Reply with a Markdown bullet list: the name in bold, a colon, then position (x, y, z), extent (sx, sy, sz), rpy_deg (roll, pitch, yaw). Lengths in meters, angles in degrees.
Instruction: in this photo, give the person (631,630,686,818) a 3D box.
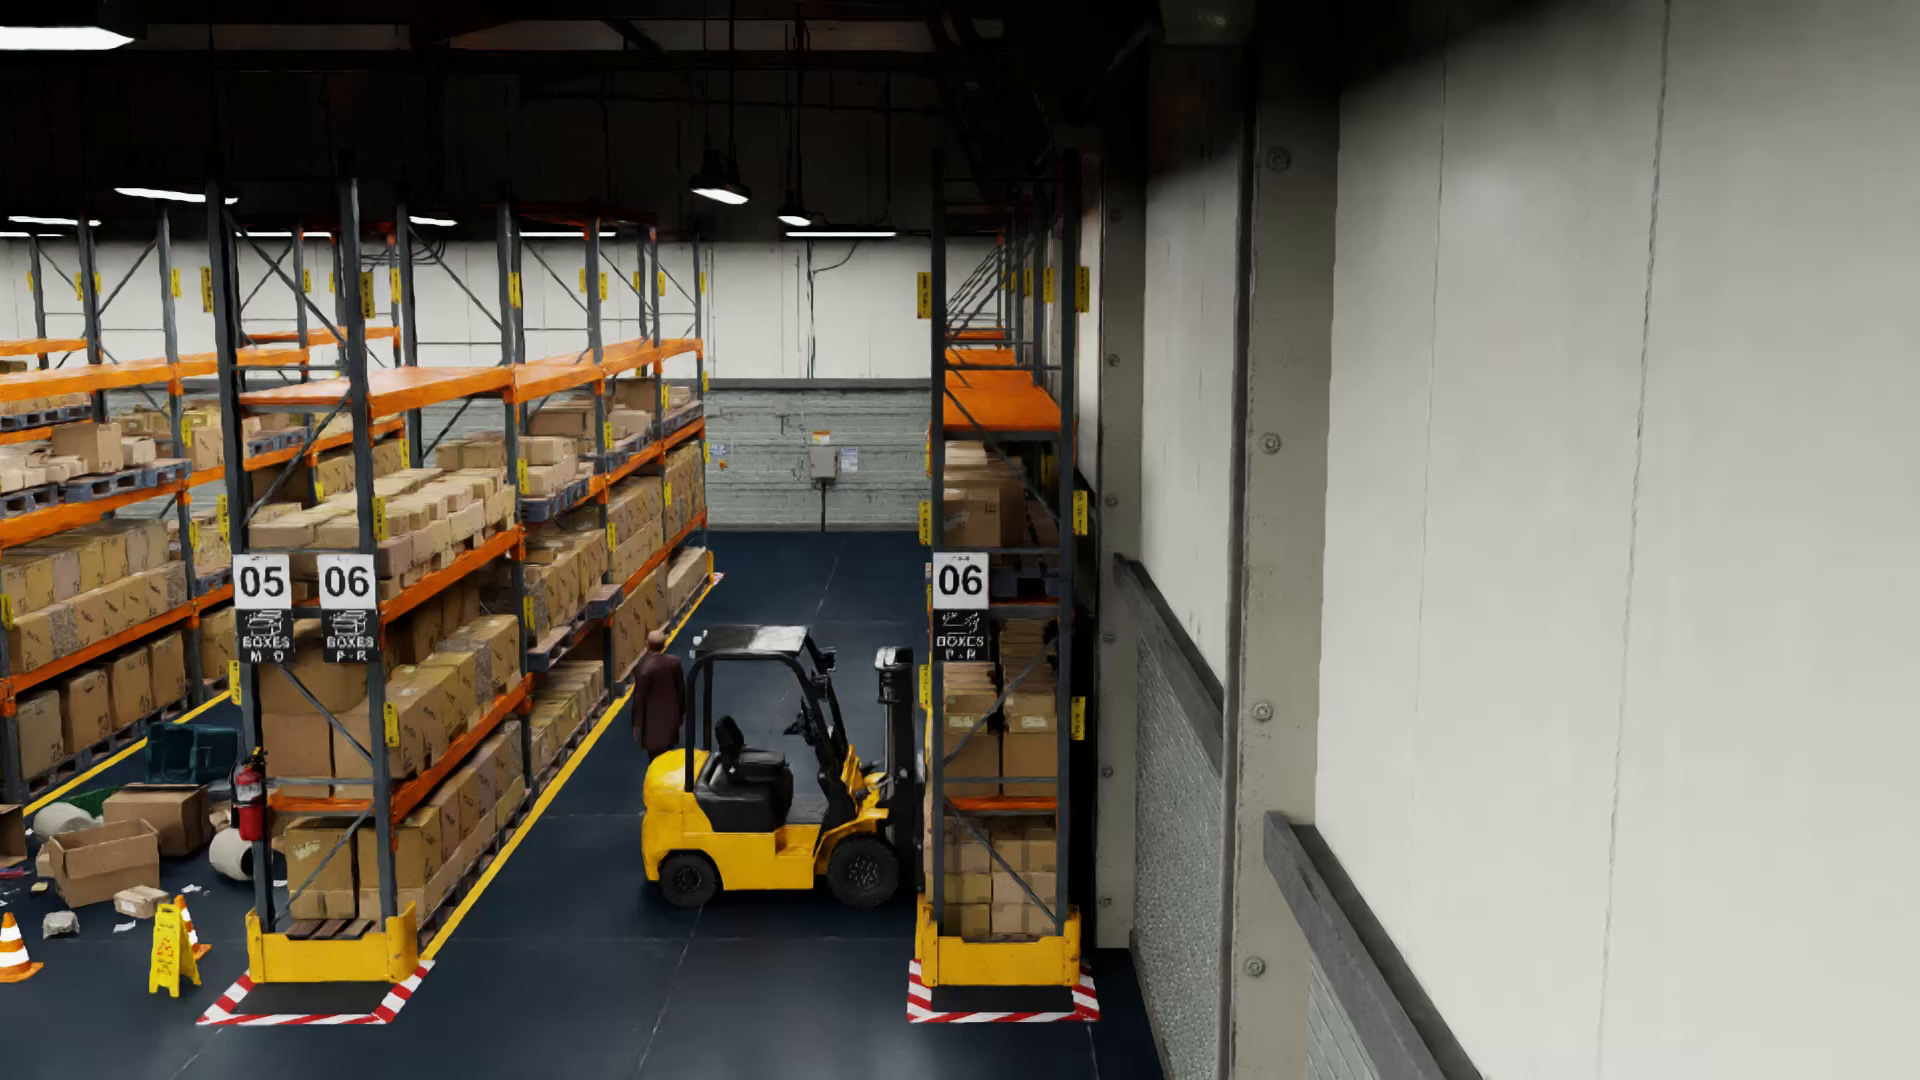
- **person**: position (-2.922, 1.729, 15.989), extent (0.636, 1.772, 0.677), rpy_deg (5, 11, 31)
